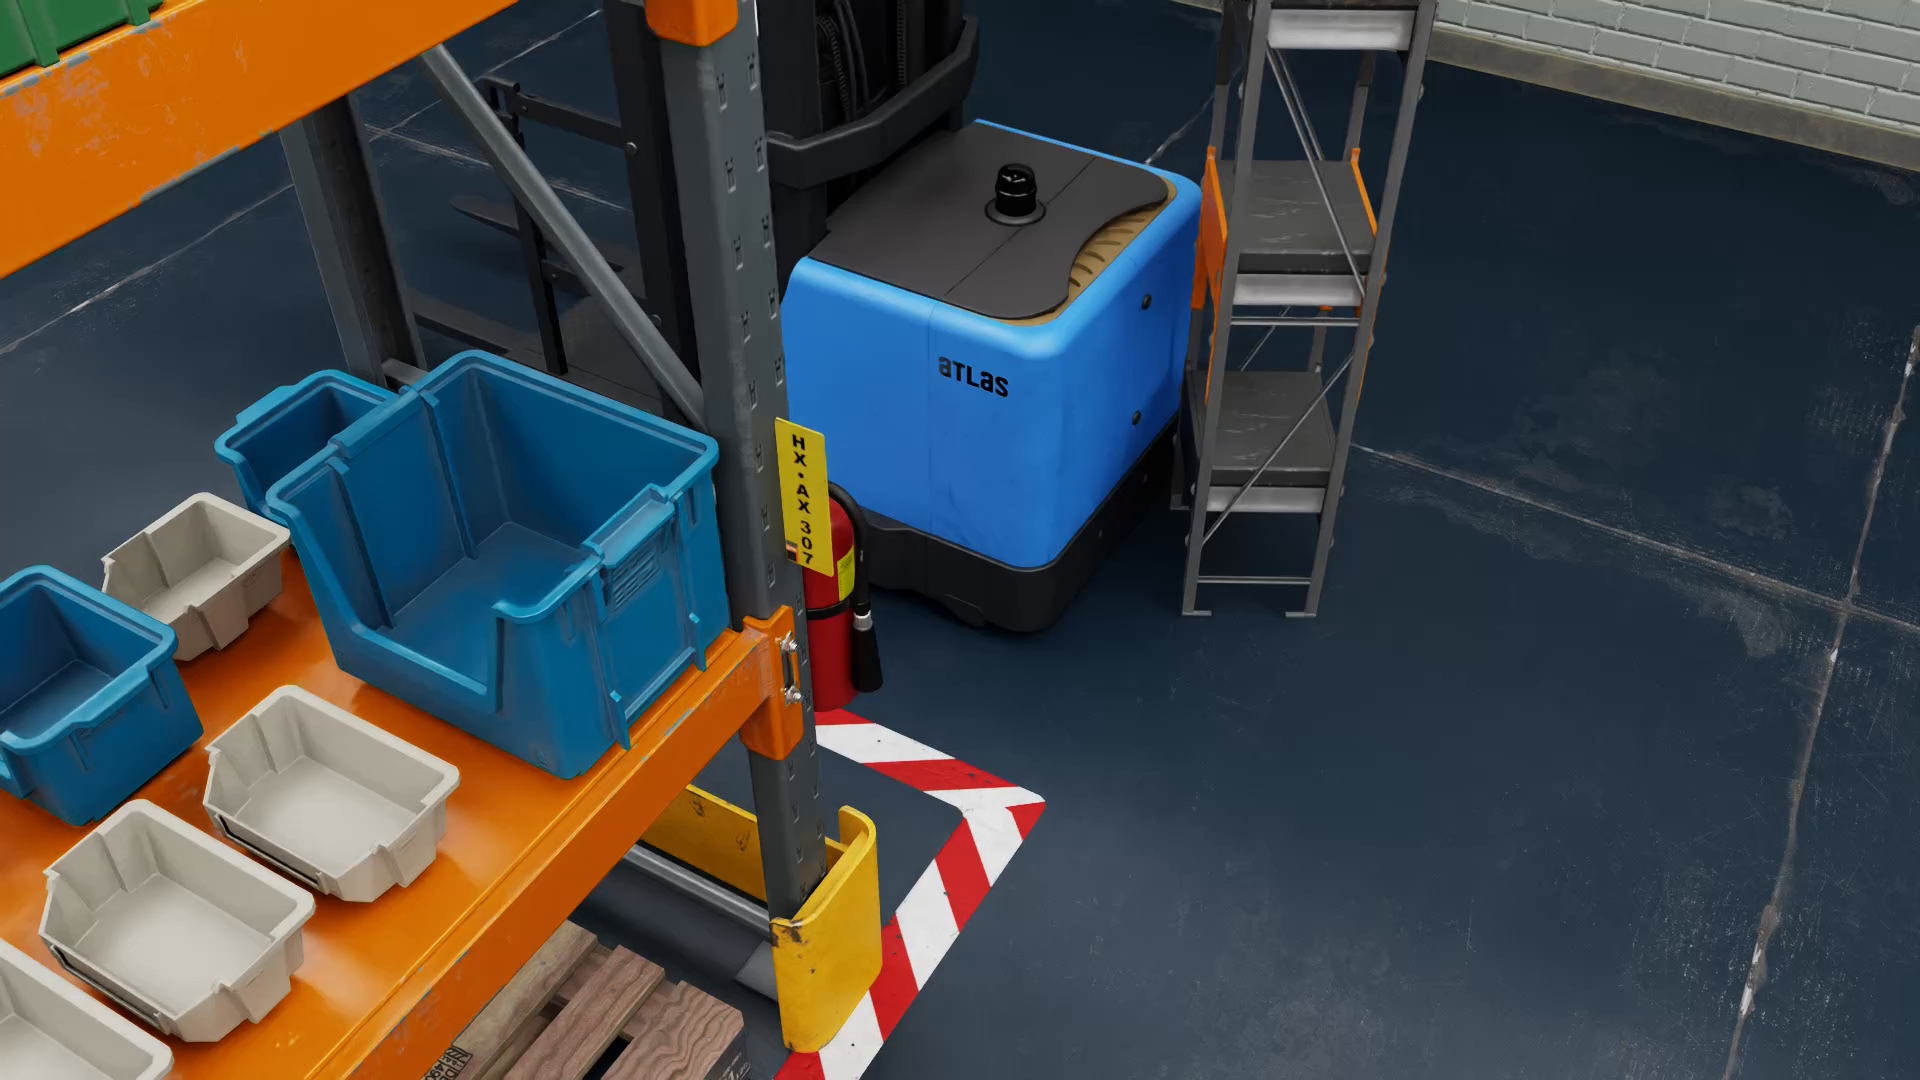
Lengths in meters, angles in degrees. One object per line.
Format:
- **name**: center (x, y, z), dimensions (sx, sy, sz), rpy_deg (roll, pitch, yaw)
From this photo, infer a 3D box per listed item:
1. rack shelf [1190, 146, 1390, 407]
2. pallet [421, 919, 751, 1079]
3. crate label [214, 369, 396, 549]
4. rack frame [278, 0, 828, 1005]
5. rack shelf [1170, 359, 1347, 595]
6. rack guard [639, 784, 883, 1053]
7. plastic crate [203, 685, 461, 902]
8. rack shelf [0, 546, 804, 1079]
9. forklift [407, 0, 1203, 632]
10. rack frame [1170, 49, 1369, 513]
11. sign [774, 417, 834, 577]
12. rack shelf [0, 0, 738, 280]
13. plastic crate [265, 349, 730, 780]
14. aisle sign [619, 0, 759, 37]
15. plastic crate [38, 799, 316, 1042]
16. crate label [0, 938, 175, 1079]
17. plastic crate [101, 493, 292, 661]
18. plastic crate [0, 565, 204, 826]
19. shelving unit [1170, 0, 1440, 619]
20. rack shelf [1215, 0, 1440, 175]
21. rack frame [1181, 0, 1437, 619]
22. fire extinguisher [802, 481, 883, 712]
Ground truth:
- **rack shelf**: center (0.871, -0.712, 4.490), dimensions (0.431, 0.518, 0.480), rpy_deg (1, 41, 1)
- **pallet**: center (-1.204, 1.323, 3.588), dimensions (1.003, 0.211, 1.213), rpy_deg (21, 45, 22)
- **crate label**: center (-1.167, -0.110, 3.187), dimensions (0.416, 0.233, 0.303), rpy_deg (21, 45, 22)
- **rack frame**: center (-0.758, -0.183, 3.188), dimensions (1.000, 3.000, 0.127), rpy_deg (21, 45, 22)
- **rack shelf**: center (0.871, -0.186, 4.953), dimensions (0.431, 0.518, 0.480), rpy_deg (1, 41, 1)
- **rack guard**: center (-0.757, 0.737, 4.035), dimensions (1.175, 0.500, 0.348), rpy_deg (21, 45, 22)
- **plastic crate**: center (-1.009, 0.420, 2.658), dimensions (0.396, 0.136, 0.243), rpy_deg (21, 45, 22)
- **rack shelf**: center (-1.759, 1.231, 2.126), dimensions (1.077, 0.370, 4.000), rpy_deg (21, 45, 22)
- **forklift**: center (-0.805, -1.561, 4.805), dimensions (3.031, 2.935, 1.130), rpy_deg (21, 46, 23)
- **rack frame**: center (0.876, -0.883, 4.664), dimensions (0.400, 2.100, 0.015), rpy_deg (1, 41, 1)
- **sign**: center (-0.274, -0.072, 2.938), dimensions (0.100, 0.325, 0.005), rpy_deg (21, 45, 22)
- **rack shelf**: center (-1.759, 0.106, 1.135), dimensions (1.077, 0.370, 4.000), rpy_deg (21, 45, 22)
- **plastic crate**: center (-0.764, 0.035, 2.869), dimensions (0.616, 0.435, 0.499), rpy_deg (21, 45, 22)
- **aisle sign**: center (-0.469, -1.103, 2.266), dimensions (0.394, 0.787, 0.004), rpy_deg (21, 45, 22)
- **plastic crate**: center (-1.167, 0.581, 2.475), dimensions (0.396, 0.136, 0.243), rpy_deg (21, 45, 22)
- **crate label**: center (-1.285, 0.748, 2.285), dimensions (0.396, 0.136, 0.243), rpy_deg (21, 45, 22)
- **plastic crate**: center (-1.399, 0.082, 3.041), dimensions (0.250, 0.136, 0.298), rpy_deg (21, 45, 22)
- **plastic crate**: center (-1.496, 0.266, 2.759), dimensions (0.416, 0.233, 0.300), rpy_deg (21, 45, 22)
- **shelving unit**: center (0.871, -0.722, 4.481), dimensions (0.431, 2.100, 0.503), rpy_deg (1, 41, 1)
- **rack shelf**: center (0.871, -1.237, 4.027), dimensions (0.431, 0.518, 0.480), rpy_deg (1, 41, 1)
- **rack frame**: center (0.865, -0.561, 4.298), dimensions (0.400, 2.100, 0.015), rpy_deg (1, 41, 1)
- **fire extinguisher**: center (-0.289, 0.050, 3.264), dimensions (0.296, 0.674, 0.183), rpy_deg (21, 45, 22)
